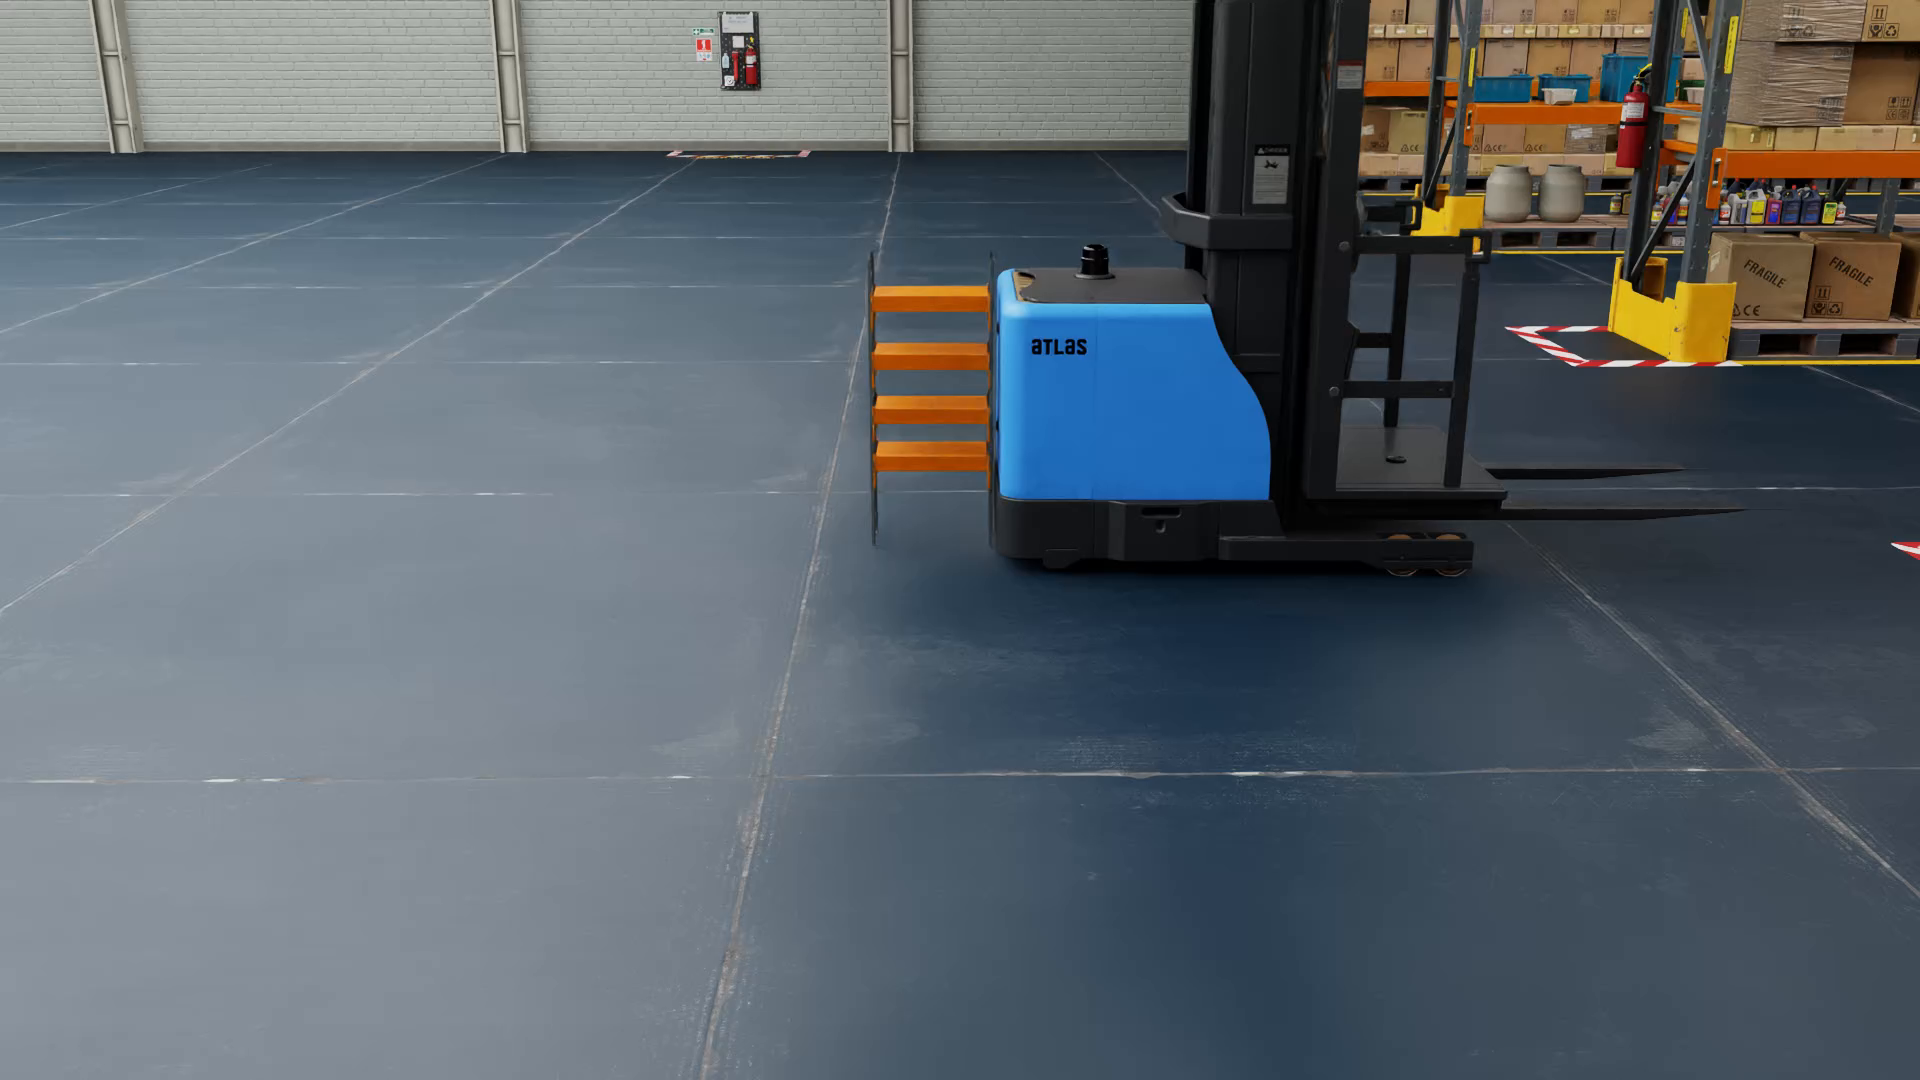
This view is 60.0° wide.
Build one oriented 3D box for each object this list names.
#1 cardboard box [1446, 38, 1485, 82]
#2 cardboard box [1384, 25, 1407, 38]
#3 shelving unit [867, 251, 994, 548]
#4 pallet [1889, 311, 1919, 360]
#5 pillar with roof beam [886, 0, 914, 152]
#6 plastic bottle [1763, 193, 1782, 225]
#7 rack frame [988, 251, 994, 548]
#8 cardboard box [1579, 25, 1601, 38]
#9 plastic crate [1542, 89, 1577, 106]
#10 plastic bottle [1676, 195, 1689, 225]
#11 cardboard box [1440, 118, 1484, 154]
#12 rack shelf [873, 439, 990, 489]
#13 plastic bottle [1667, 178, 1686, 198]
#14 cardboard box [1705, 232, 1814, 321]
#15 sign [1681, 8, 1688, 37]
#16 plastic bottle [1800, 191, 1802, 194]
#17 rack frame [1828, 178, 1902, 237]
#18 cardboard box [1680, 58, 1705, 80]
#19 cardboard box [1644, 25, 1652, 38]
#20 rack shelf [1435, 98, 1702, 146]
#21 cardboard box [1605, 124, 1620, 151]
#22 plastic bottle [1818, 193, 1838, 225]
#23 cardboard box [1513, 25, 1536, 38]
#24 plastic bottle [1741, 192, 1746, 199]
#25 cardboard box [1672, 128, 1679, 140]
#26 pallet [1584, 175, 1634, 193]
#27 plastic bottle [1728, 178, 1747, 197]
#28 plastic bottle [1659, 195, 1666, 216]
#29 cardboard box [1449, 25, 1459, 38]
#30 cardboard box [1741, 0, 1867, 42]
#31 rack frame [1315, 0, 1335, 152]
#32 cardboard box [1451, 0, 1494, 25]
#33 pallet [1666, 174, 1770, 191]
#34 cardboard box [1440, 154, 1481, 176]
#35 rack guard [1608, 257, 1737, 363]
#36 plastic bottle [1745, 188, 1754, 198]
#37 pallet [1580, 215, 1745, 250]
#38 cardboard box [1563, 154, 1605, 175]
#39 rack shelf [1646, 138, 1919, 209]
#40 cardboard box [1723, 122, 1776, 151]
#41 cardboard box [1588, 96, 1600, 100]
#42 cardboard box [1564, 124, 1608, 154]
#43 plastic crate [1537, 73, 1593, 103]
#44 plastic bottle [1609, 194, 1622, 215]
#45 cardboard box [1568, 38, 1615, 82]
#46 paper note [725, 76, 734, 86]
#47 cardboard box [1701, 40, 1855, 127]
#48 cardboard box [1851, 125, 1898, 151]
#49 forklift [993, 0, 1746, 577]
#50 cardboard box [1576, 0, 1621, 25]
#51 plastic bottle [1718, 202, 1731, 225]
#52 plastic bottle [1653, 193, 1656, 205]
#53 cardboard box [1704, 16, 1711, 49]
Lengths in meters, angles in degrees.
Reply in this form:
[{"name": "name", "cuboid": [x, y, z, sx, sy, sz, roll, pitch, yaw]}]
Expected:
[{"name": "cardboard box", "cuboid": [5.965, -5.809, 20.081, 0.500, 0.500, 0.700, 0, 18, 0]}, {"name": "cardboard box", "cuboid": [5.136, -6.053, 19.780, 0.250, 0.149, 0.380, -1, 18, -2]}, {"name": "shelving unit", "cuboid": [-0.117, -0.573, 6.869, 0.503, 1.200, 0.258, 0, 18, 0]}, {"name": "pallet", "cuboid": [6.734, -1.403, 11.076, 1.213, 0.211, 1.003, 0, 18, -1]}, {"name": "pillar with roof beam", "cuboid": [-0.851, -9.051, 20.532, 0.400, 9.000, 9.100, 0, 18, -1]}, {"name": "plastic bottle", "cuboid": [7.556, -3.075, 15.449, 0.133, 0.283, 0.061, 1, 18, 3]}, {"name": "rack frame", "cuboid": [0.127, -0.573, 6.869, 0.015, 1.200, 0.240, 0, 18, 0]}, {"name": "cardboard box", "cuboid": [7.435, -6.063, 19.811, 0.250, 0.149, 0.380, 0, 18, -1]}, {"name": "plastic crate", "cuboid": [5.450, -4.026, 15.118, 0.250, 0.136, 0.298, 0, 18, -1]}, {"name": "plastic bottle", "cuboid": [6.711, -3.071, 15.456, 0.097, 0.271, 0.097, 0, 18, 0]}, {"name": "cardboard box", "cuboid": [6.015, -4.950, 20.153, 0.500, 0.500, 0.500, 0, 18, -1]}, {"name": "rack shelf", "cuboid": [-0.117, -0.320, 6.950, 0.480, 0.148, 0.258, 0, 18, 0]}, {"name": "plastic bottle", "cuboid": [6.937, -3.332, 16.139, 0.185, 0.351, 0.144, 0, 18, 1]}, {"name": "cardboard box", "cuboid": [5.253, -1.740, 10.966, 0.500, 0.500, 0.500, 3, 18, 9]}, {"name": "sign", "cuboid": [8.486, -6.058, 19.474, 0.005, 0.325, 0.100, 0, 18, -1]}, {"name": "plastic bottle", "cuboid": [8.224, -3.307, 16.193, 0.097, 0.271, 0.097, 0, 18, 0]}, {"name": "rack frame", "cuboid": [8.550, -4.265, 15.431, 0.127, 3.000, 1.000, 0, 18, -1]}, {"name": "cardboard box", "cuboid": [8.967, -5.722, 20.219, 0.500, 0.250, 0.500, 1, 18, 3]}, {"name": "cardboard box", "cuboid": [8.207, -6.067, 19.824, 0.250, 0.149, 0.380, 0, 18, -1]}, {"name": "rack shelf", "cuboid": [6.550, -3.912, 15.511, 4.000, 0.370, 1.077, 0, 18, -1]}, {"name": "cardboard box", "cuboid": [8.007, -5.119, 20.679, 0.500, 0.500, 0.500, 0, 18, -1]}, {"name": "plastic bottle", "cuboid": [8.074, -3.078, 15.457, 0.133, 0.283, 0.061, 1, 18, 2]}, {"name": "cardboard box", "cuboid": [6.672, -6.059, 19.800, 0.250, 0.149, 0.380, 0, 18, 1]}, {"name": "plastic bottle", "cuboid": [7.368, -3.118, 15.584, 0.133, 0.283, 0.061, 0, 18, -1]}, {"name": "cardboard box", "cuboid": [8.893, -4.861, 20.186, 0.500, 0.311, 0.500, 0, 18, -1]}, {"name": "pallet", "cuboid": [7.680, -4.459, 20.601, 1.213, 0.211, 1.003, 0, 18, -1]}, {"name": "plastic bottle", "cuboid": [7.548, -3.335, 16.148, 0.185, 0.351, 0.144, -1, 18, -3]}, {"name": "plastic bottle", "cuboid": [6.792, -3.221, 16.037, 0.097, 0.201, 0.097, 0, 18, 0]}, {"name": "cardboard box", "cuboid": [5.904, -6.056, 19.790, 0.250, 0.149, 0.380, -1, 18, -3]}, {"name": "cardboard box", "cuboid": [5.183, -3.317, 10.190, 0.500, 0.500, 0.500, 0, 18, -1]}, {"name": "rack frame", "cuboid": [4.476, -5.758, 20.087, 0.127, 3.000, 1.000, 0, 18, -1]}, {"name": "cardboard box", "cuboid": [6.026, -6.429, 19.890, 0.500, 0.500, 0.700, 0, 18, -1]}, {"name": "pallet", "cuboid": [9.212, -4.465, 20.621, 1.213, 0.211, 1.003, 0, 18, -1]}, {"name": "cardboard box", "cuboid": [6.016, -4.589, 20.257, 0.500, 0.250, 0.500, 0, 18, -1]}, {"name": "rack guard", "cuboid": [4.705, -1.543, 11.038, 0.348, 0.500, 1.175, 0, 18, -1]}, {"name": "plastic bottle", "cuboid": [7.593, -3.260, 16.046, 0.097, 0.271, 0.097, 0, 18, 0]}, {"name": "pallet", "cuboid": [6.655, -2.939, 15.865, 1.213, 0.211, 1.003, 0, 18, -1]}, {"name": "cardboard box", "cuboid": [7.515, -4.600, 20.290, 0.500, 0.250, 0.500, 0, 18, -1]}, {"name": "rack shelf", "cuboid": [6.628, -2.400, 10.795, 4.000, 0.370, 1.077, 0, 18, -1]}, {"name": "cardboard box", "cuboid": [4.917, -2.541, 10.471, 0.250, 0.149, 0.380, 0, 18, -1]}, {"name": "cardboard box", "cuboid": [9.570, -6.678, 25.100, 0.500, 0.250, 0.500, -1, 18, -2]}, {"name": "cardboard box", "cuboid": [7.515, -4.957, 20.177, 0.500, 0.500, 0.500, 0, 18, -1]}, {"name": "plastic crate", "cuboid": [5.696, -4.270, 15.690, 0.408, 0.251, 0.499, 0, 18, -1]}, {"name": "plastic bottle", "cuboid": [6.380, -3.265, 16.176, 0.097, 0.201, 0.097, 0, 18, 0]}, {"name": "cardboard box", "cuboid": [7.505, -5.816, 20.105, 0.500, 0.500, 0.700, 0, 18, -1]}, {"name": "paper note", "cuboid": [-3.569, -7.110, 25.744, 0.142, 0.148, 0.016, 0, 18, -1]}, {"name": "cardboard box", "cuboid": [5.179, -2.916, 10.576, 0.500, 0.500, 0.875, 0, 18, -1]}, {"name": "cardboard box", "cuboid": [5.668, -2.541, 10.469, 0.250, 0.149, 0.380, 0, 18, -1]}, {"name": "forklift", "cuboid": [1.663, -1.412, 6.651, 3.031, 2.935, 1.130, 0, 18, 0]}, {"name": "cardboard box", "cuboid": [7.527, -6.436, 19.912, 0.500, 0.500, 0.700, 0, 18, -1]}, {"name": "plastic bottle", "cuboid": [7.116, -3.039, 15.473, 0.097, 0.201, 0.097, 0, 18, 0]}, {"name": "plastic bottle", "cuboid": [6.635, -3.264, 16.040, 0.133, 0.283, 0.061, 0, 18, -1]}, {"name": "cardboard box", "cuboid": [11.365, -7.550, 24.790, 0.500, 0.500, 0.700, -2, 18, -6]}]
